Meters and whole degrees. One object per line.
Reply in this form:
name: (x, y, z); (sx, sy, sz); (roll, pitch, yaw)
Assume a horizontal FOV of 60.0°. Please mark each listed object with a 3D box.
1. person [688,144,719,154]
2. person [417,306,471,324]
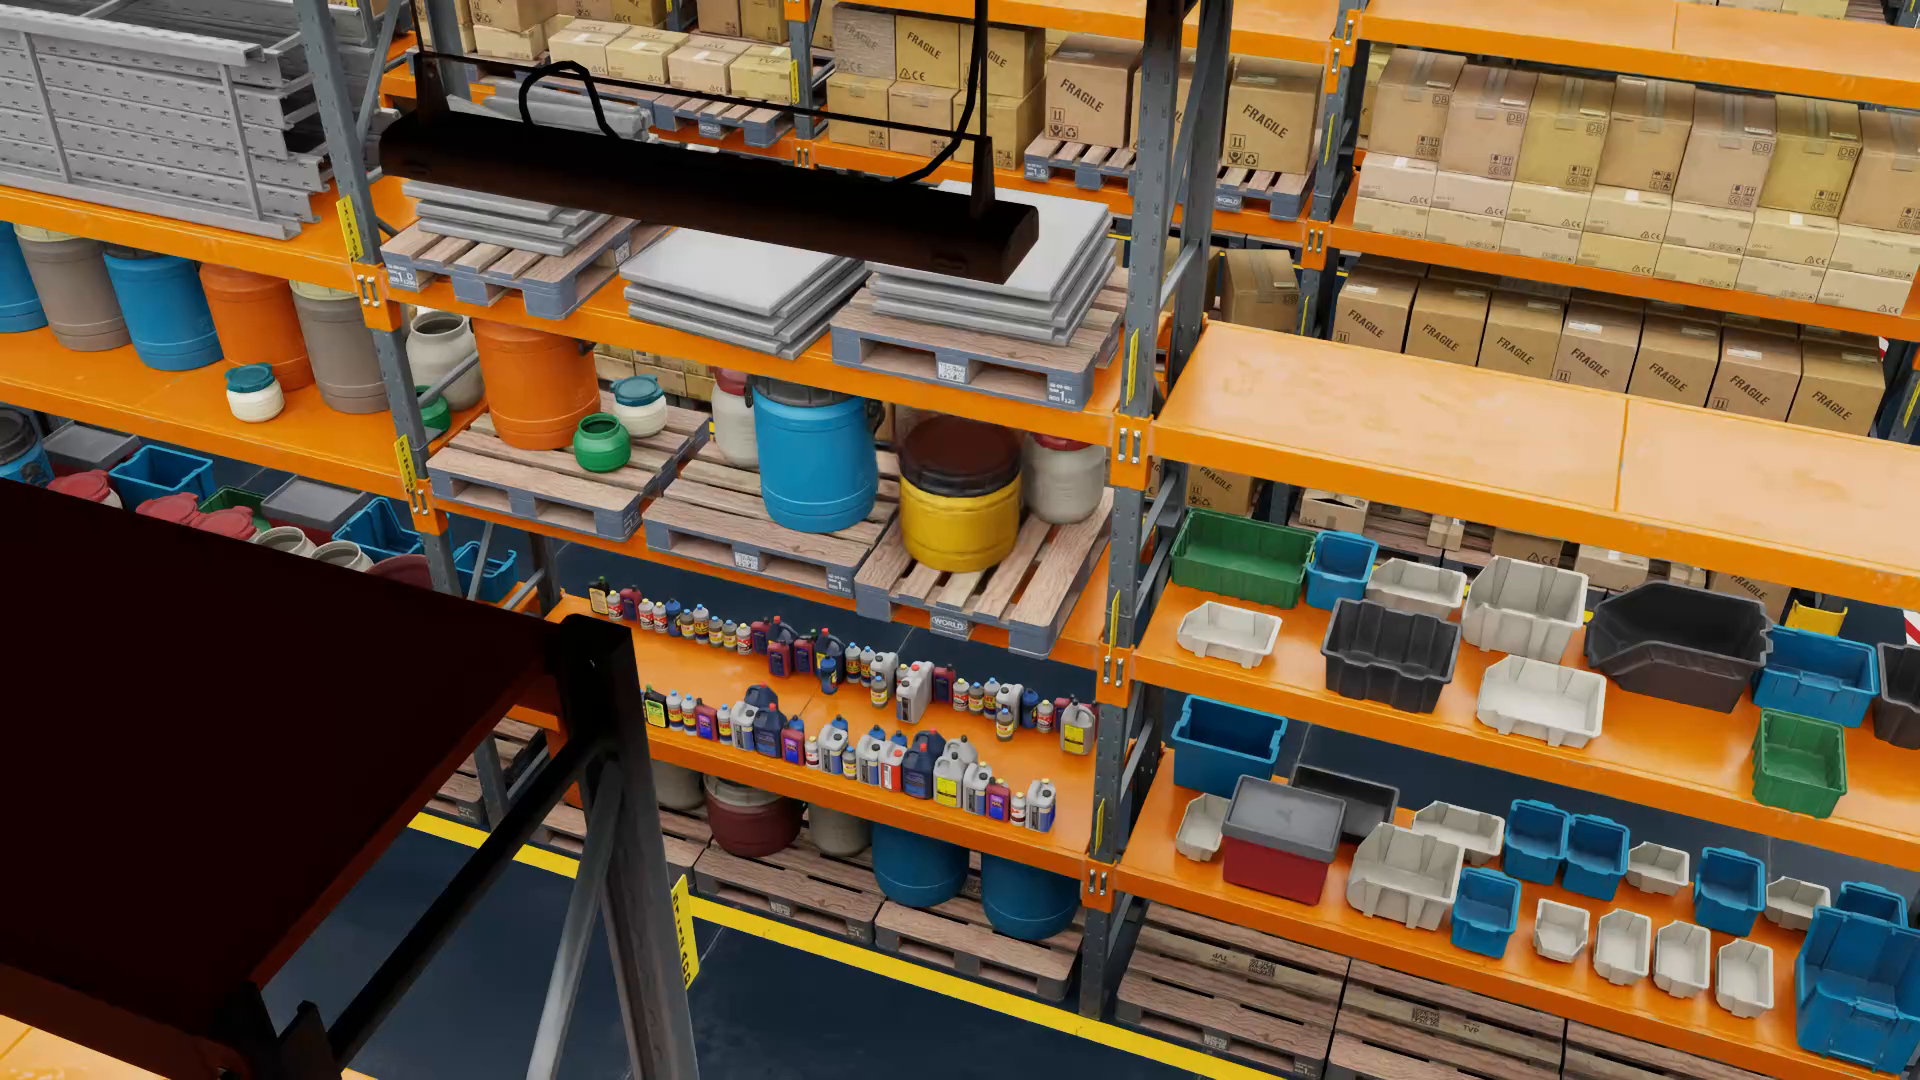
person: (-2.257, -3.088, 16.113); (0.638, 1.754, 0.624); (6, 37, 8)
person: (-4.342, -1.598, 14.074); (0.944, 1.746, 0.607); (24, 43, 29)
